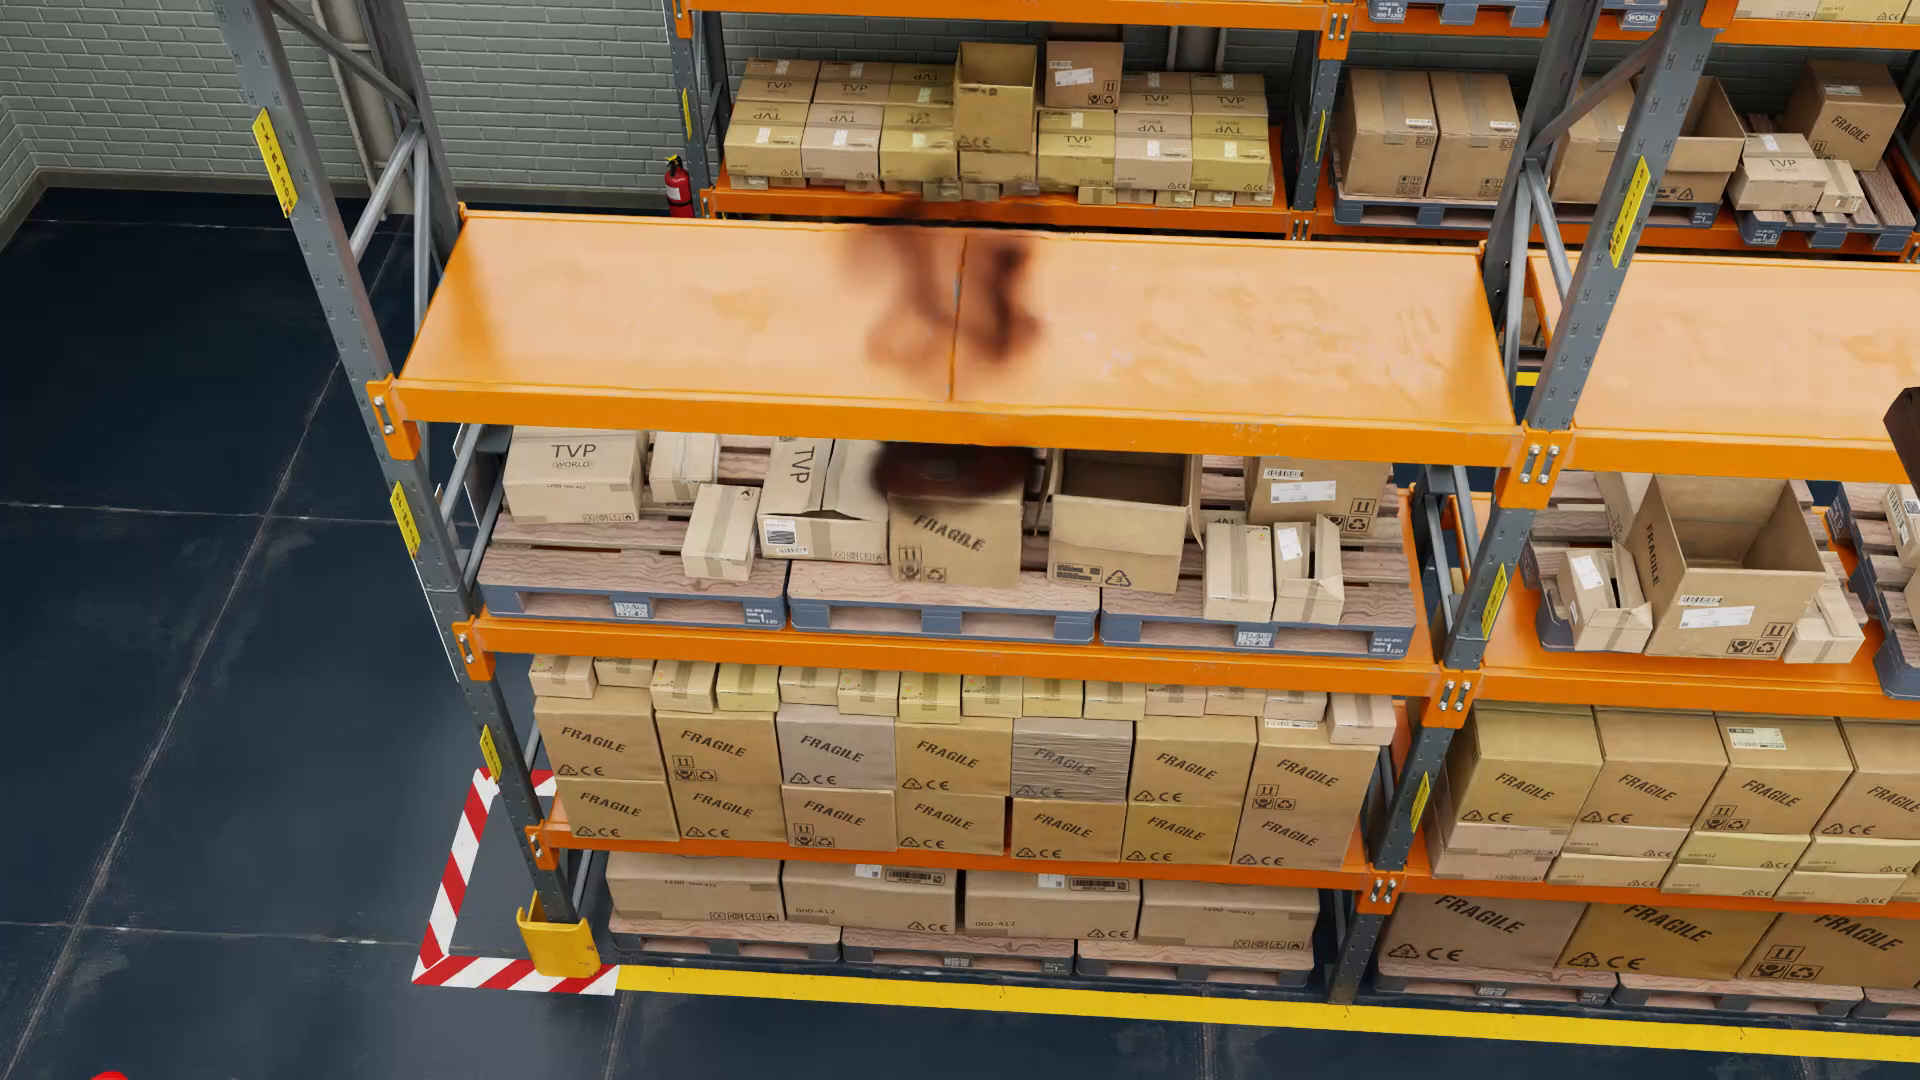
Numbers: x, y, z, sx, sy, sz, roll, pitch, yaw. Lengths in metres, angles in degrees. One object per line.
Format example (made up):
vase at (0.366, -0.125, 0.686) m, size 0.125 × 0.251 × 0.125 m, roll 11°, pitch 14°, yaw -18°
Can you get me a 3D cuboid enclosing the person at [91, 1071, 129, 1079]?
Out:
person at (-3.367, 2.705, 7.133) m, size 0.657 × 1.758 × 0.714 m, roll 1°, pitch 48°, yaw 1°
